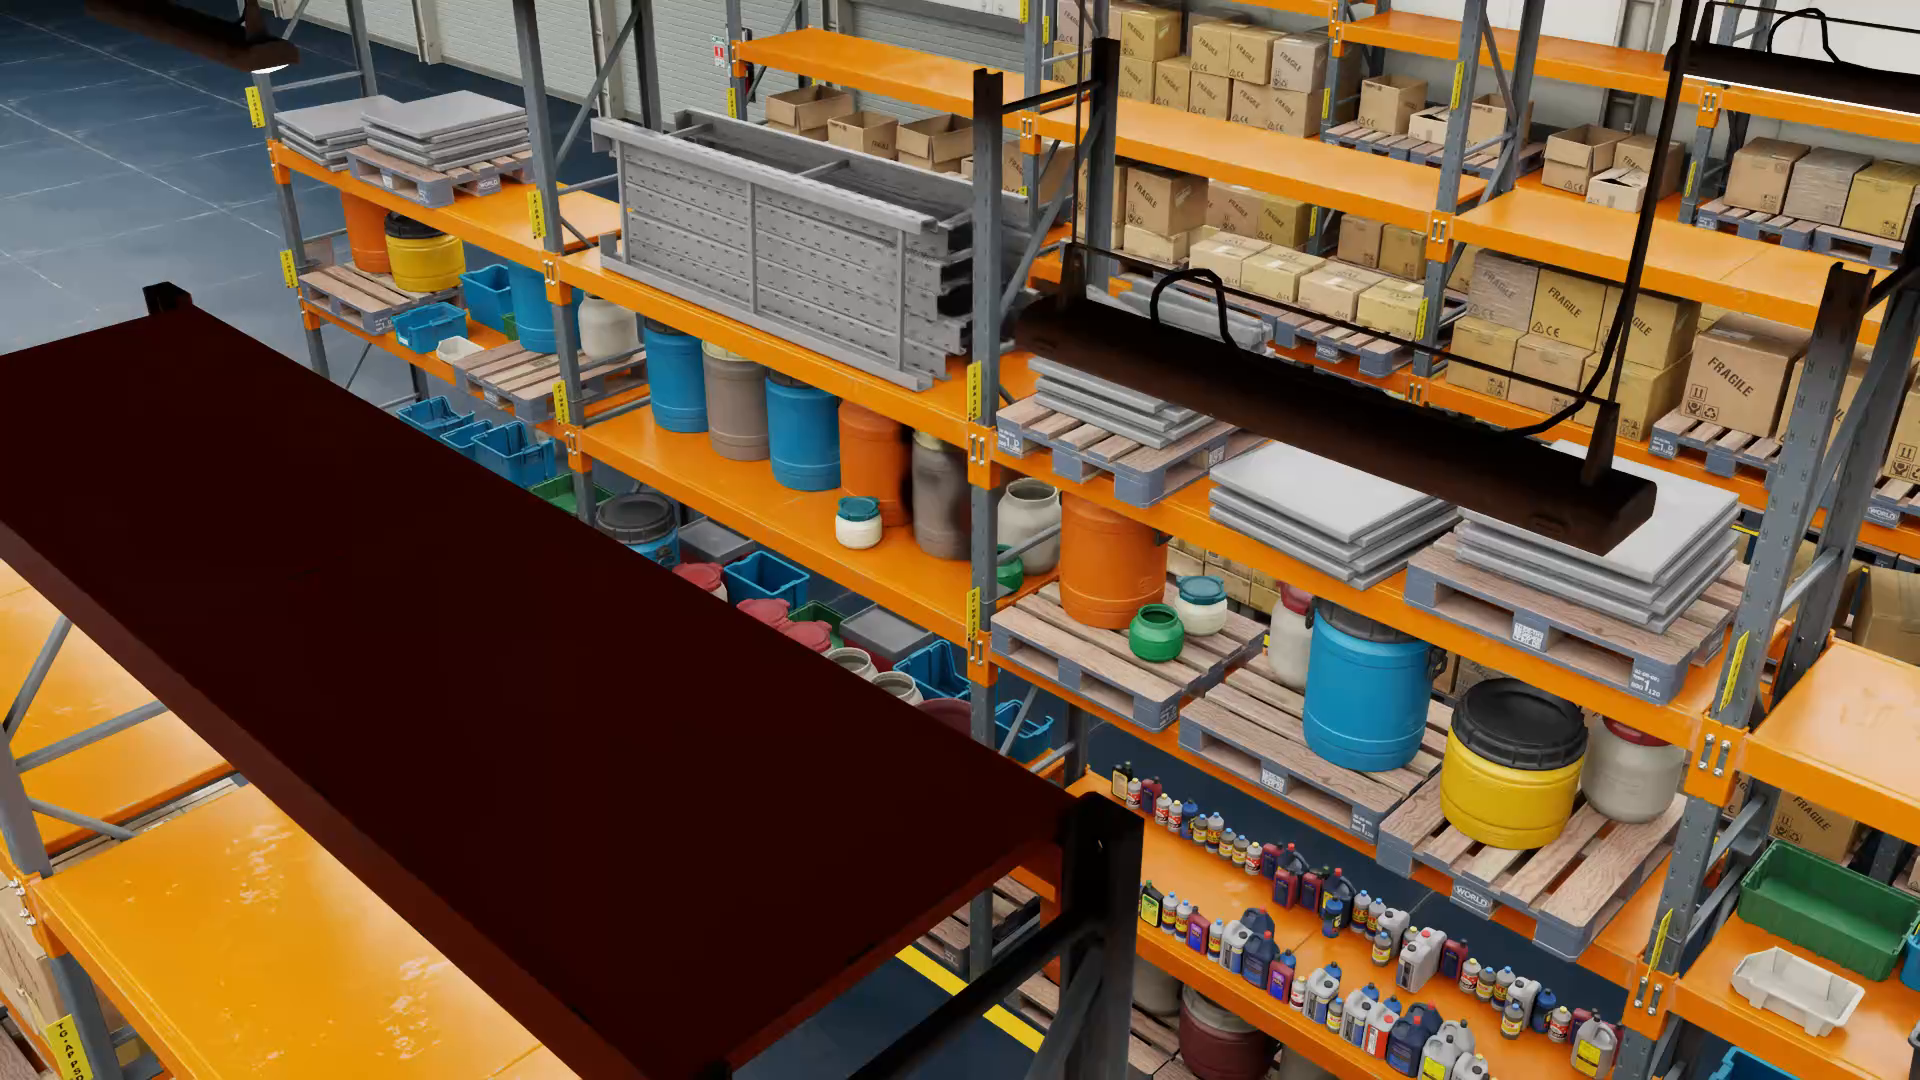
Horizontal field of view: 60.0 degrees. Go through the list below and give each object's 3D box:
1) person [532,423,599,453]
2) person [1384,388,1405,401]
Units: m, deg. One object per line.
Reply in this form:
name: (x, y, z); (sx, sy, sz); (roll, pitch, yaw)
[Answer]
person: (-4.297, -1.697, 17.584); (0.822, 1.642, 0.624); (-19, 34, -30)
person: (4.435, -1.365, 16.879); (0.811, 1.786, 0.654); (21, 36, 32)
